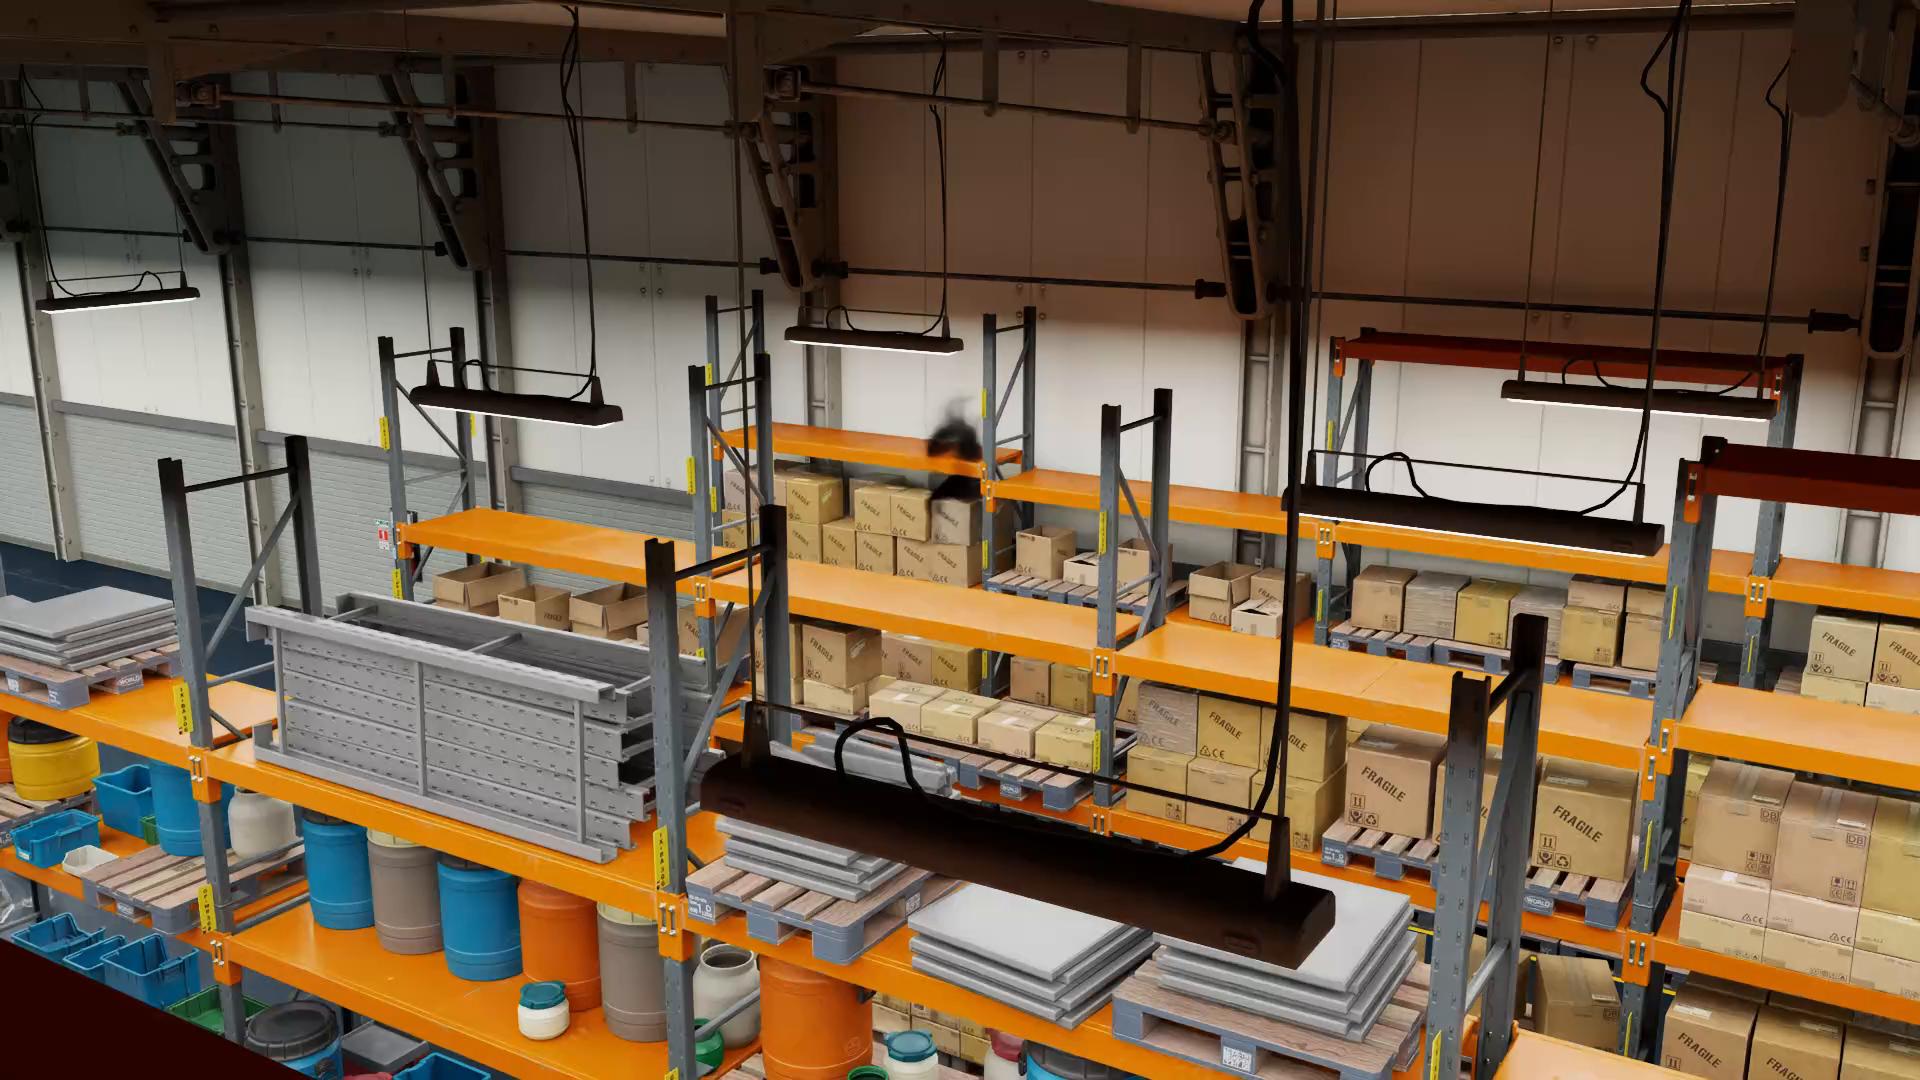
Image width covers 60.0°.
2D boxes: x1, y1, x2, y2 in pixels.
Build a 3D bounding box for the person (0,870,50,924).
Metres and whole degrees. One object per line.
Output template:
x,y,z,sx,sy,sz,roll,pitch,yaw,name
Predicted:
-9.876,3.155,17.182,0.699,1.643,0.520,-9,16,-31,person
